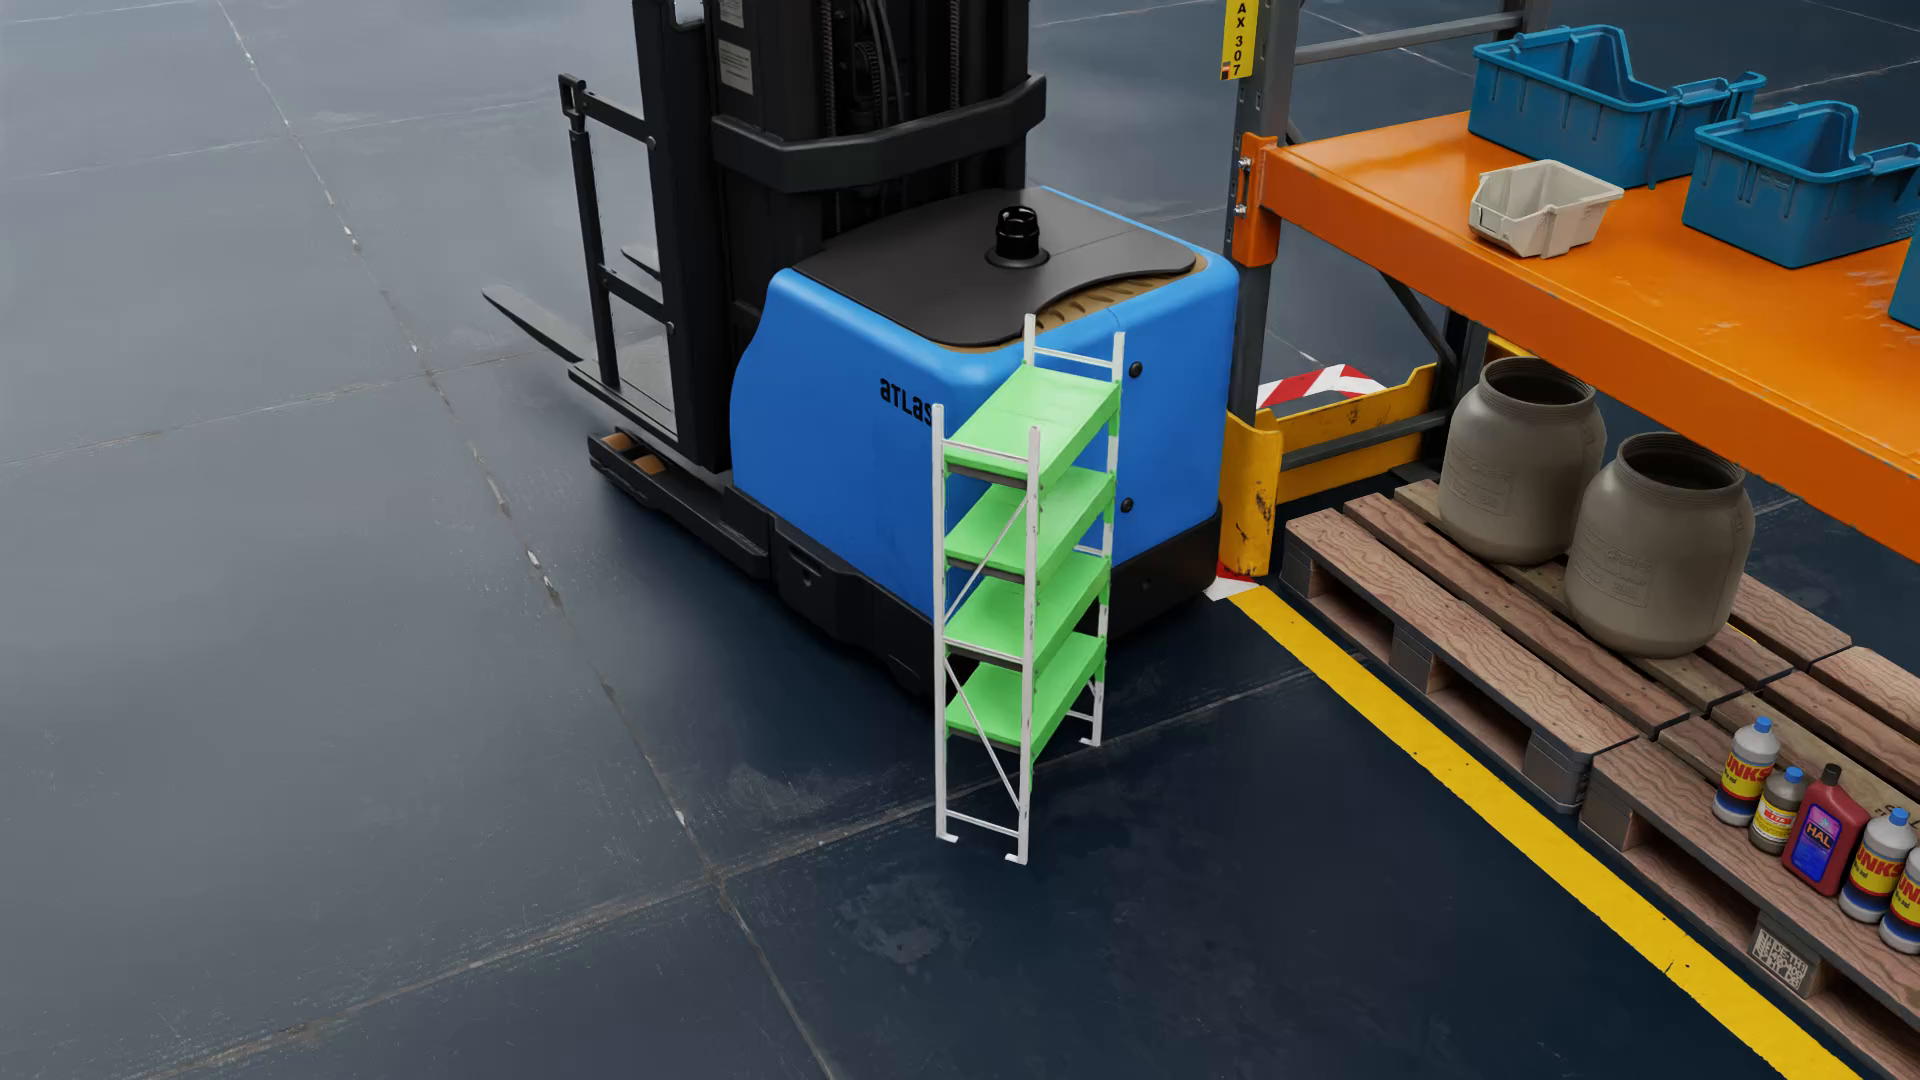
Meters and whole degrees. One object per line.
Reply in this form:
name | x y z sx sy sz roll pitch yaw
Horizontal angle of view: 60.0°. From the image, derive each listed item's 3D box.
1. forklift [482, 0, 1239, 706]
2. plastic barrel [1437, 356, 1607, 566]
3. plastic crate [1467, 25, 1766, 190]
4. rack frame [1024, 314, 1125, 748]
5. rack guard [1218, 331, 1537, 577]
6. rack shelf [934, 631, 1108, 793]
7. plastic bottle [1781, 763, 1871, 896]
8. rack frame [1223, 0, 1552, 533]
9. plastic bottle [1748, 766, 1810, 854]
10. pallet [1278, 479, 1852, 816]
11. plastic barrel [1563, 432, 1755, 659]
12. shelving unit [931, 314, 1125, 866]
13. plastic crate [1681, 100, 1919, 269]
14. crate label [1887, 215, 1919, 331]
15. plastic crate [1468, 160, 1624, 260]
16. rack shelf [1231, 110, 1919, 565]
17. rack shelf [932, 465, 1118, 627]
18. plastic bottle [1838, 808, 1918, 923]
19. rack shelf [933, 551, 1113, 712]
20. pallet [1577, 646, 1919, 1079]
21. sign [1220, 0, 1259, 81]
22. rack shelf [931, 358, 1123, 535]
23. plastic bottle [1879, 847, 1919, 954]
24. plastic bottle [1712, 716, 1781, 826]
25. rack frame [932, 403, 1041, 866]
forklift | -0.580 -1.501 4.876 1.130 2.935 3.031 -25 40 -33
plastic barrel | 1.600 -0.225 4.737 0.421 0.512 0.421 0 33 0
plastic crate | 1.723 -1.164 4.424 0.499 0.251 0.616 -16 36 -23
rack frame | 0.261 0.013 4.118 0.240 1.200 0.015 14 35 21
rack guard | 1.302 -0.313 5.276 1.175 0.500 0.348 -16 36 -23
rack shelf | 0.157 0.388 4.096 0.258 0.148 0.480 14 35 21
plastic bottle | 1.884 0.625 3.605 0.061 0.283 0.133 -15 36 -22
rack frame | 1.225 -1.390 4.639 1.000 3.000 0.127 -16 36 -23
plastic bottle | 1.843 0.596 3.726 0.097 0.201 0.097 0 33 0
pallet | 1.676 0.197 4.746 1.003 0.211 1.213 -16 36 -23
plastic barrel | 1.834 0.015 4.364 0.421 0.512 0.421 0 33 0
shelving unit | 0.157 0.132 3.932 0.258 1.200 0.503 14 35 21
plastic crate | 2.021 -0.853 3.938 0.499 0.251 0.408 -16 36 -23
crate label | 2.323 -0.595 3.365 0.502 0.435 0.616 -16 36 -23
plastic crate | 1.358 -0.771 3.918 0.298 0.136 0.250 -16 36 -23
rack shelf | 2.158 -0.133 3.344 1.077 0.370 4.000 -16 36 -23
rack shelf | 0.157 -0.016 3.837 0.258 0.148 0.480 14 35 21
plastic bottle | 1.955 0.681 3.528 0.097 0.271 0.097 0 33 0
rack shelf | 0.157 0.186 3.966 0.258 0.148 0.480 14 35 21
pallet | 2.241 0.779 3.839 1.003 0.211 1.213 -16 36 -23
sign | 0.737 -1.370 4.352 0.100 0.325 0.005 -16 36 -23
rack shelf | 0.157 -0.219 3.708 0.258 0.148 0.480 14 35 21
plastic bottle | 2.001 0.728 3.454 0.097 0.271 0.097 0 33 0
plastic bottle | 1.795 0.517 3.784 0.097 0.271 0.097 0 33 0
rack frame | 0.053 0.251 3.746 0.240 1.200 0.015 14 35 21
